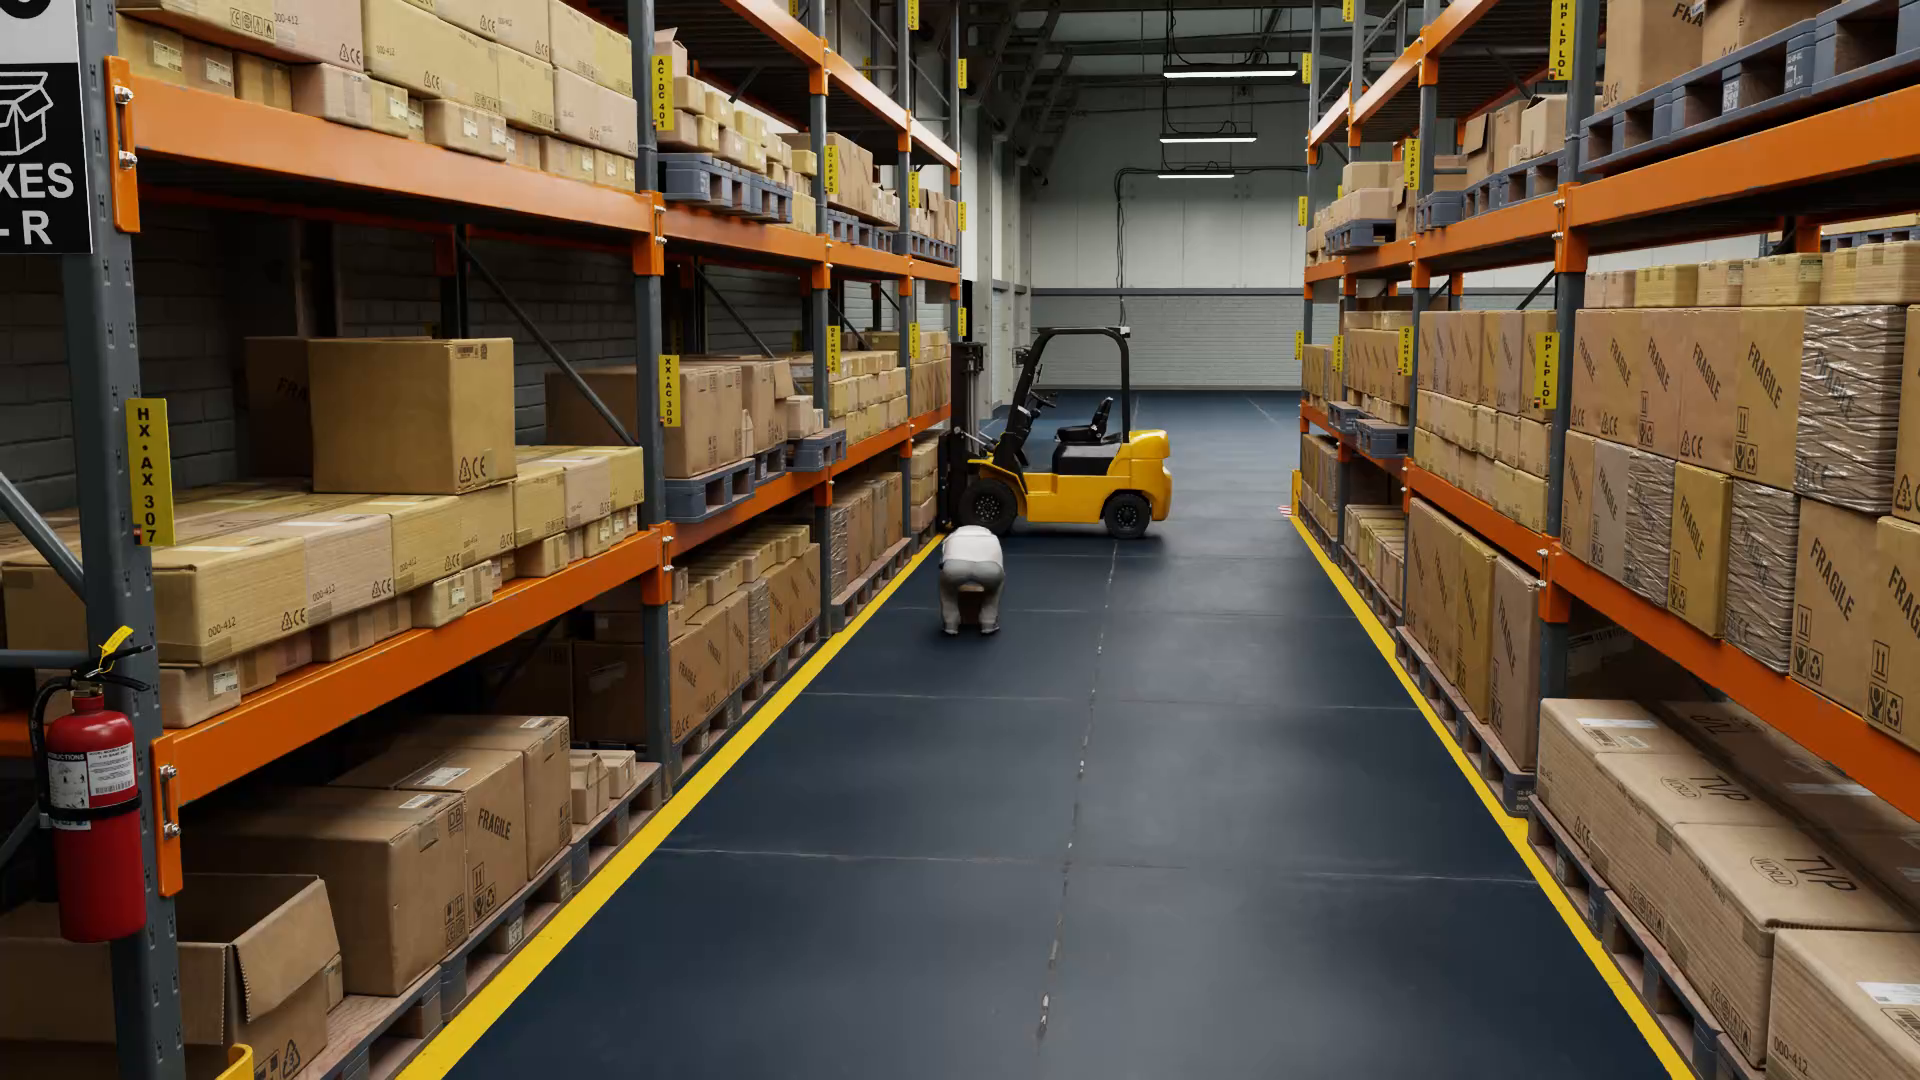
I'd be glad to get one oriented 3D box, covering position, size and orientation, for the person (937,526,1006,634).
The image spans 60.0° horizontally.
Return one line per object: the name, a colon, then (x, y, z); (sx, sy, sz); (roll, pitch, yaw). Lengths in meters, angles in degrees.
person: (0.080, 0.286, 12.119); (0.503, 0.775, 0.939); (0, 8, 3)
